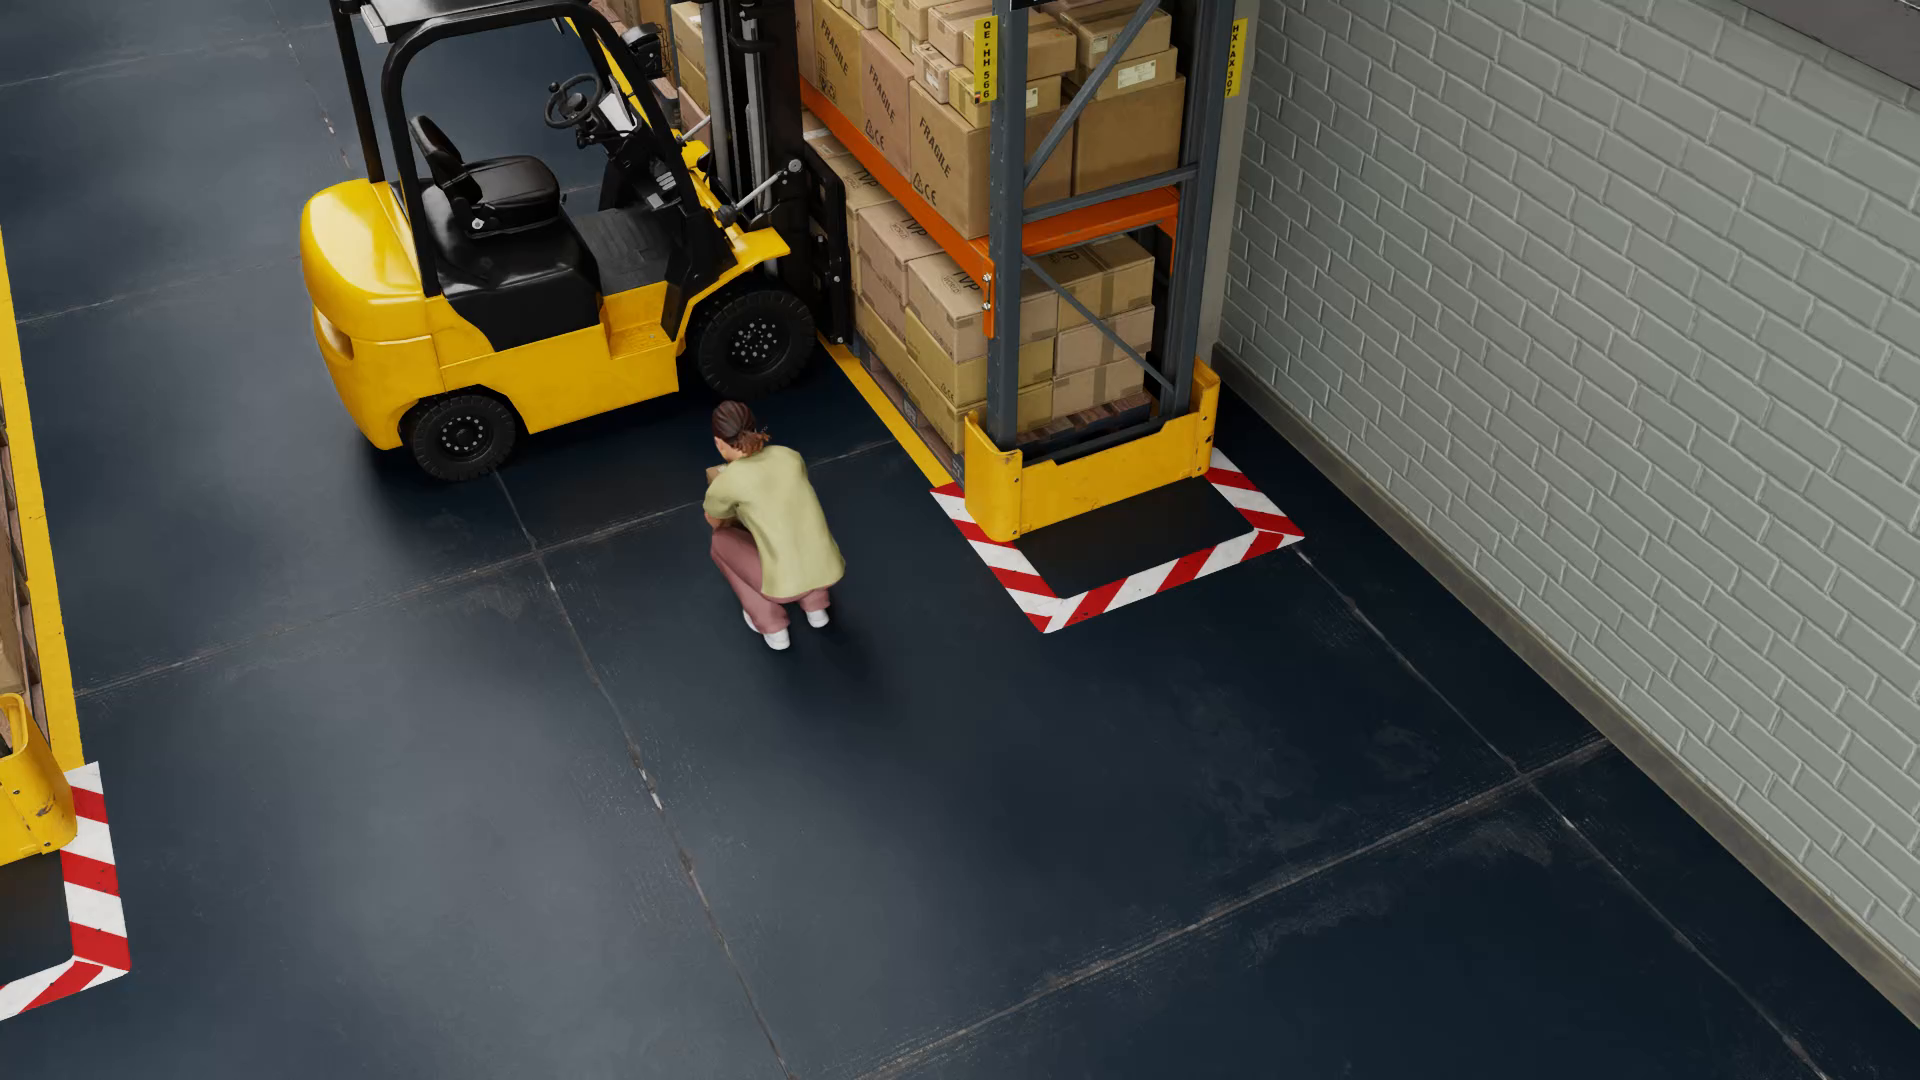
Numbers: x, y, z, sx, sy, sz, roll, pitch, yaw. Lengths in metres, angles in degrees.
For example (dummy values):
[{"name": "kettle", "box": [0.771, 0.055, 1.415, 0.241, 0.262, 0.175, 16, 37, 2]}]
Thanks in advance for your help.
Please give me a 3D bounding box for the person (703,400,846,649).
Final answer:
[{"name": "person", "box": [-0.781, -0.080, 6.819, 0.475, 0.931, 0.798, -19, 45, -20]}]
